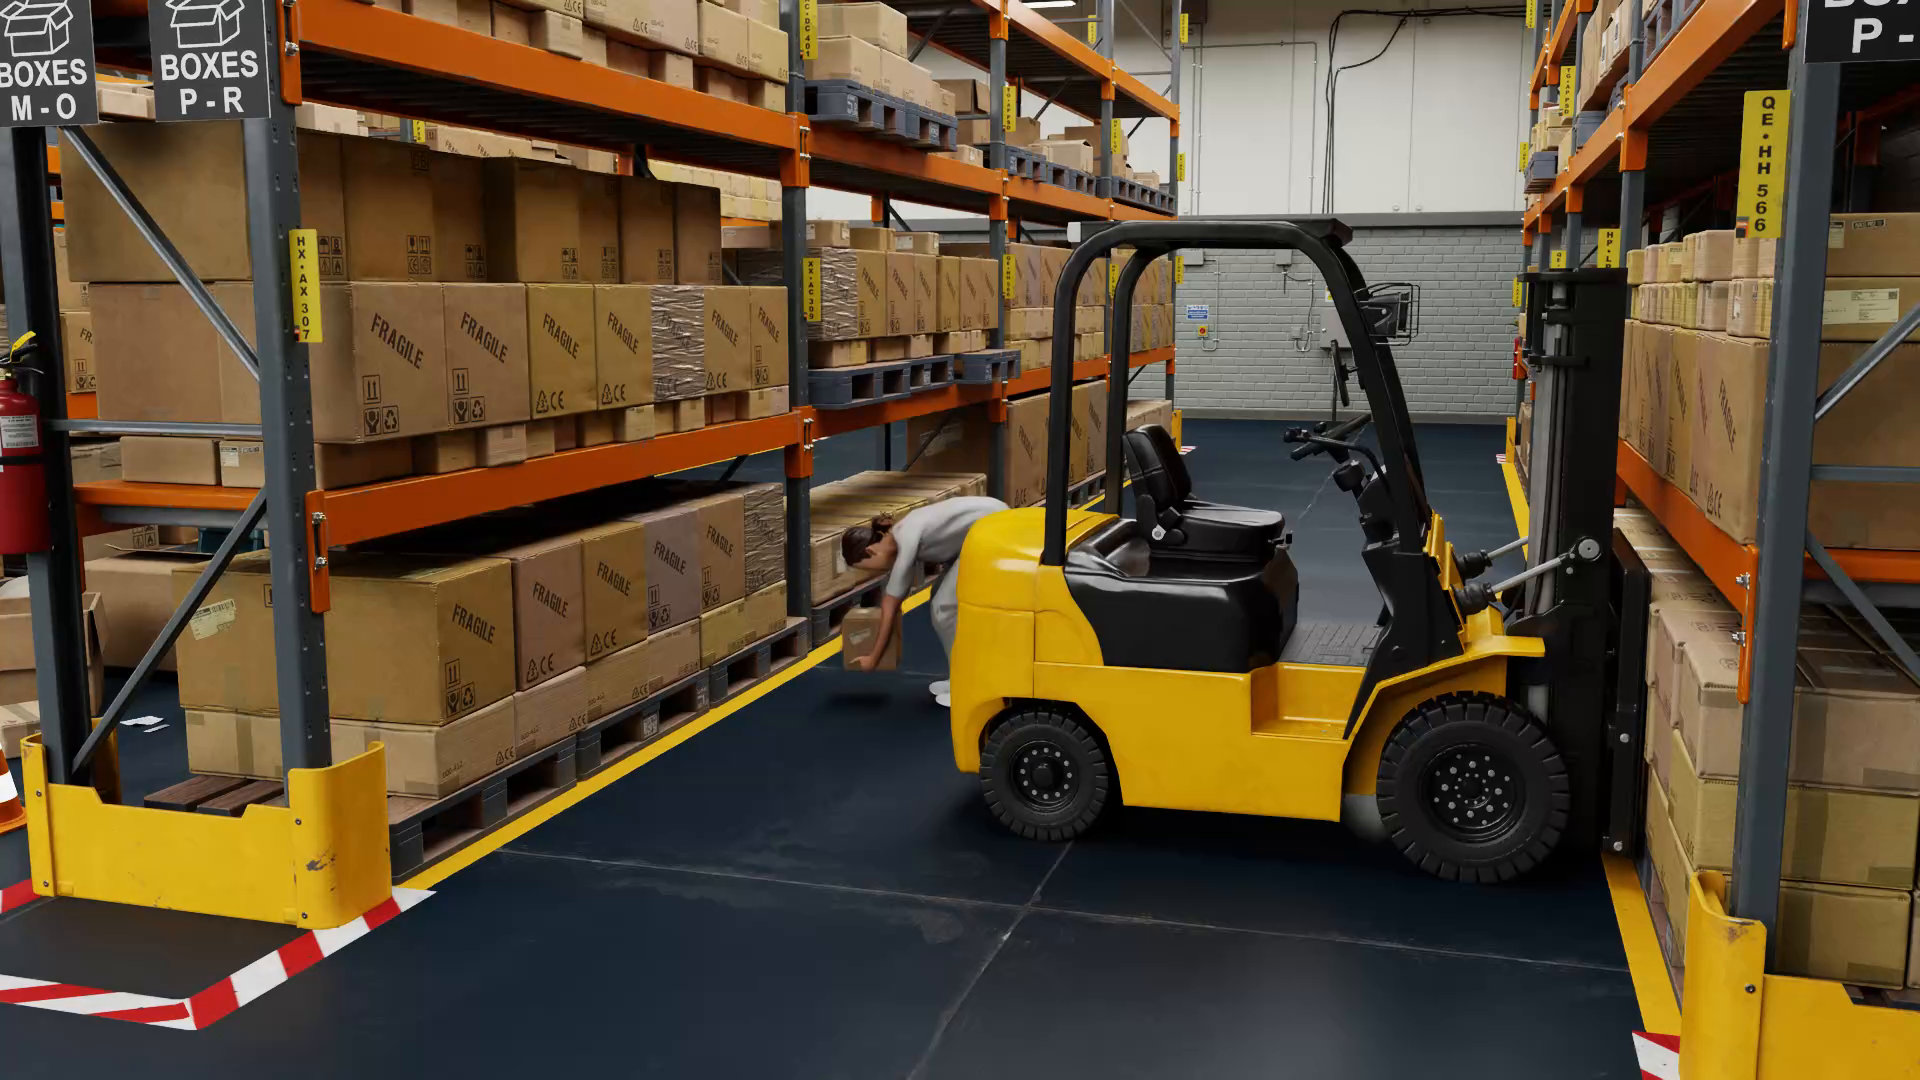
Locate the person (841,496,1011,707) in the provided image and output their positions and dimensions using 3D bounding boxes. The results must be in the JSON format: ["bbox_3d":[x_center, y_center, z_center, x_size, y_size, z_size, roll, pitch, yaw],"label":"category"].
[{"bbox_3d":[-0.130,0.283,7.833,0.859,0.970,0.450,0,8,2],"label":"person"}]
